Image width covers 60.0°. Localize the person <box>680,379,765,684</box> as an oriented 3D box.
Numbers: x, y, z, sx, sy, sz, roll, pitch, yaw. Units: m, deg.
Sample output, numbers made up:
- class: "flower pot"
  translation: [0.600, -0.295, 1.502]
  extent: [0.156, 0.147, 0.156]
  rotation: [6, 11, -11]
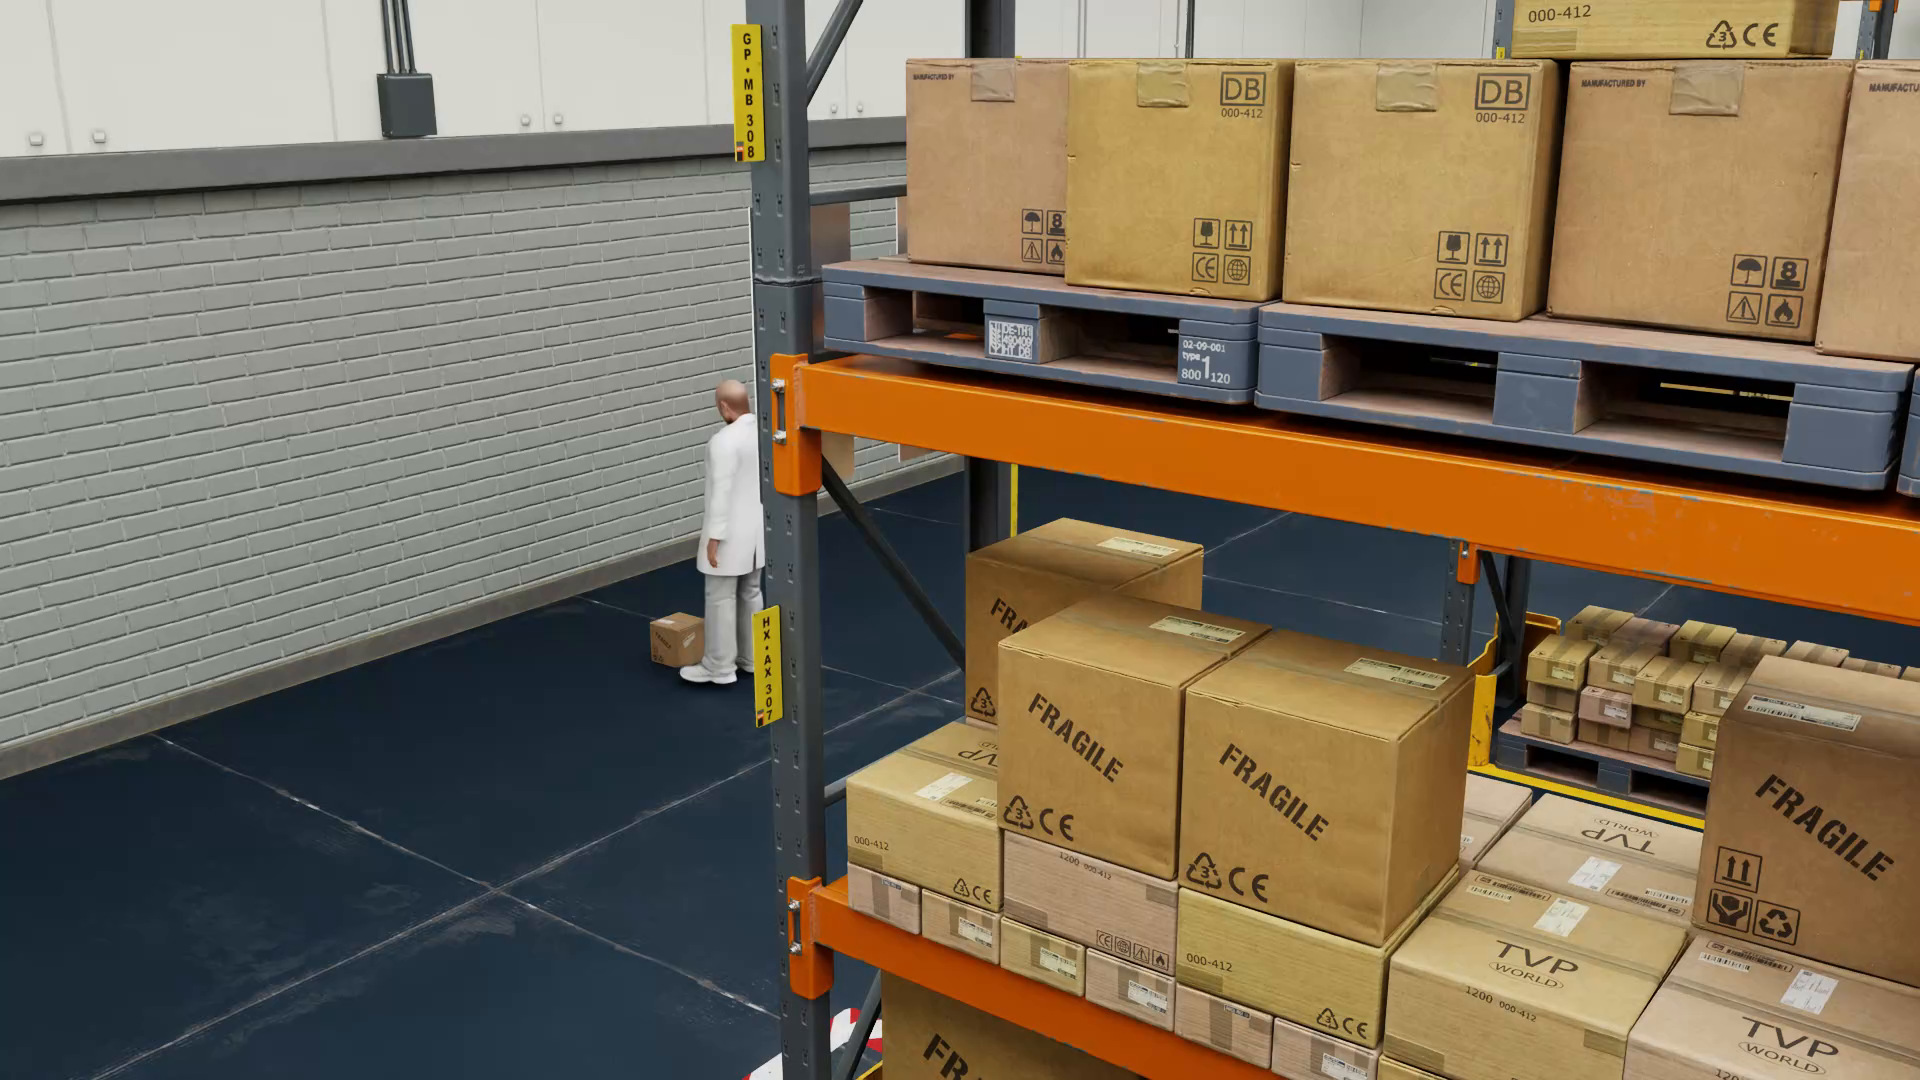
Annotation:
- class: "person"
  translation: [-1.355, -0.058, 9.690]
  extent: [0.465, 1.778, 0.595]
  rotation: [10, 19, 30]
